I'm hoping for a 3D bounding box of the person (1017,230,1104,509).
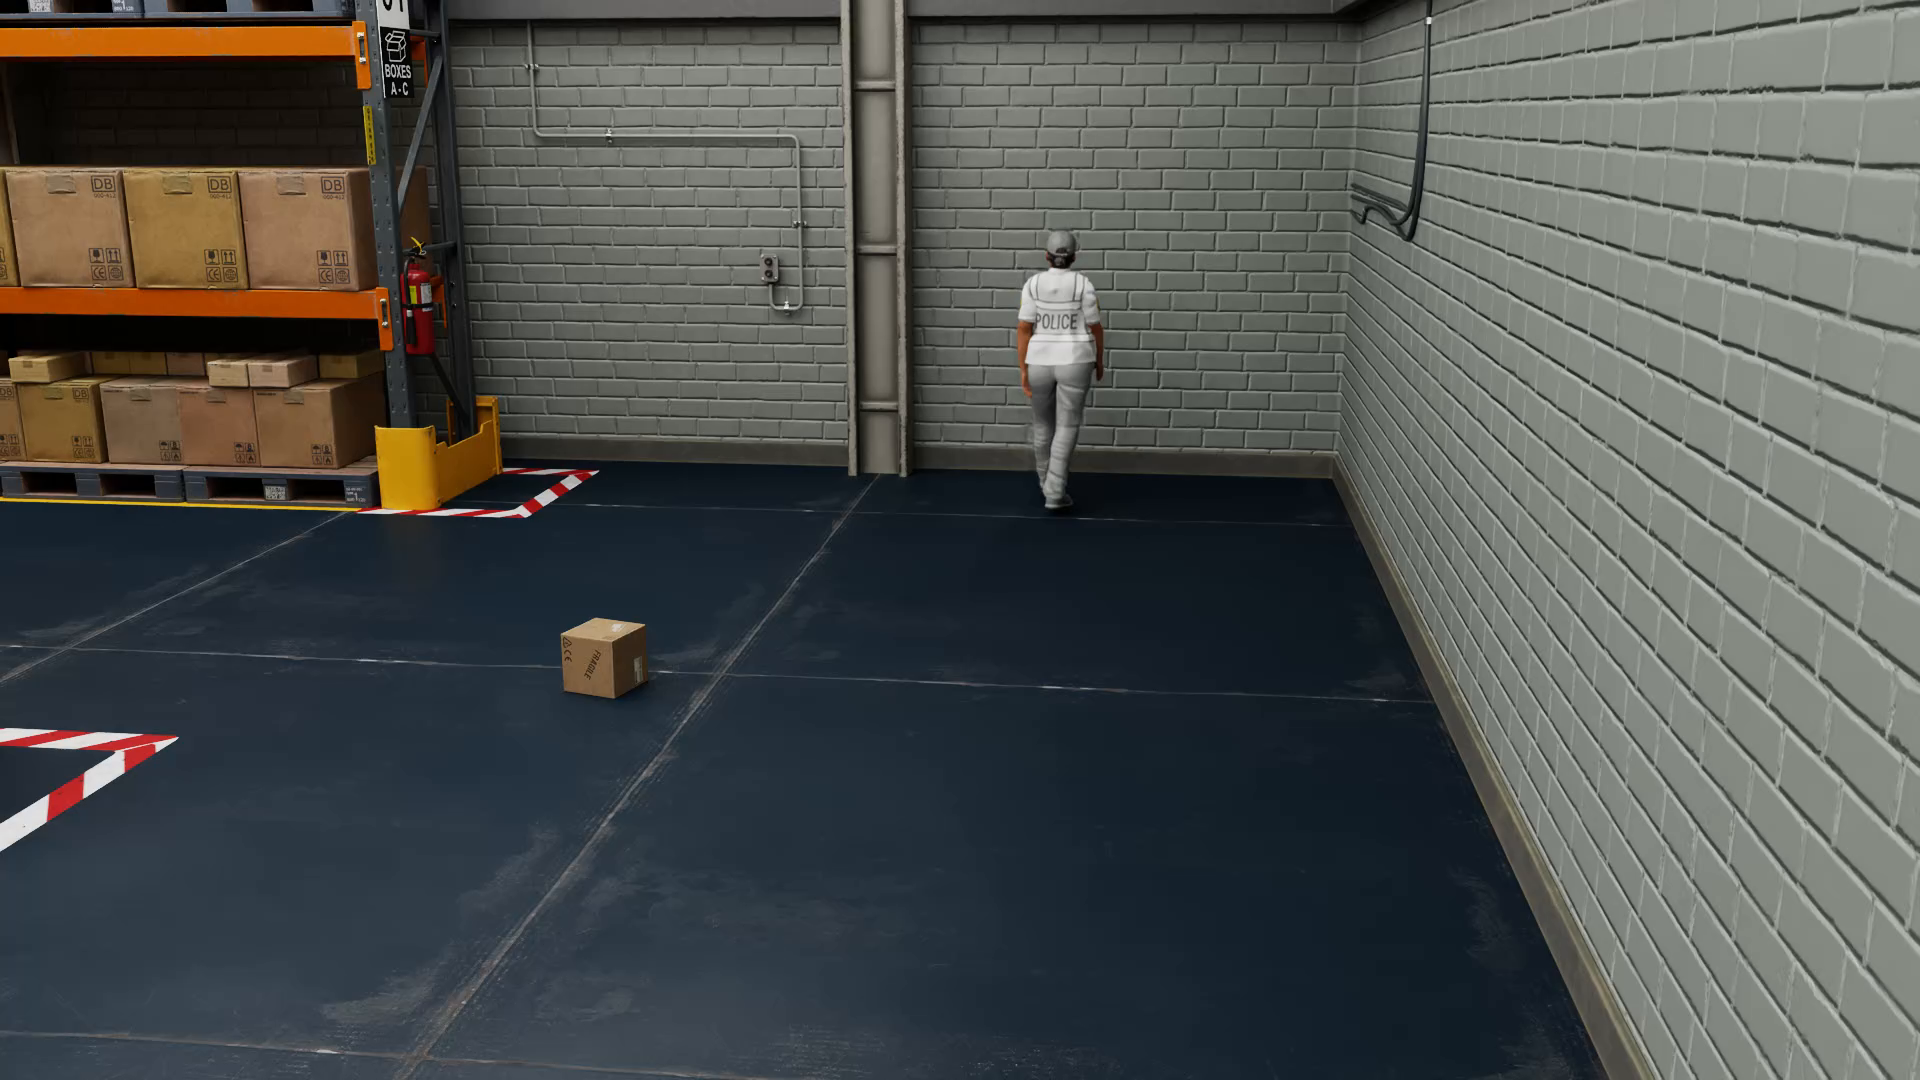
[{"bbox_3d":[0.629,-1.031,10.021,0.478,1.666,0.817,5,15,18],"label":"person"}]
